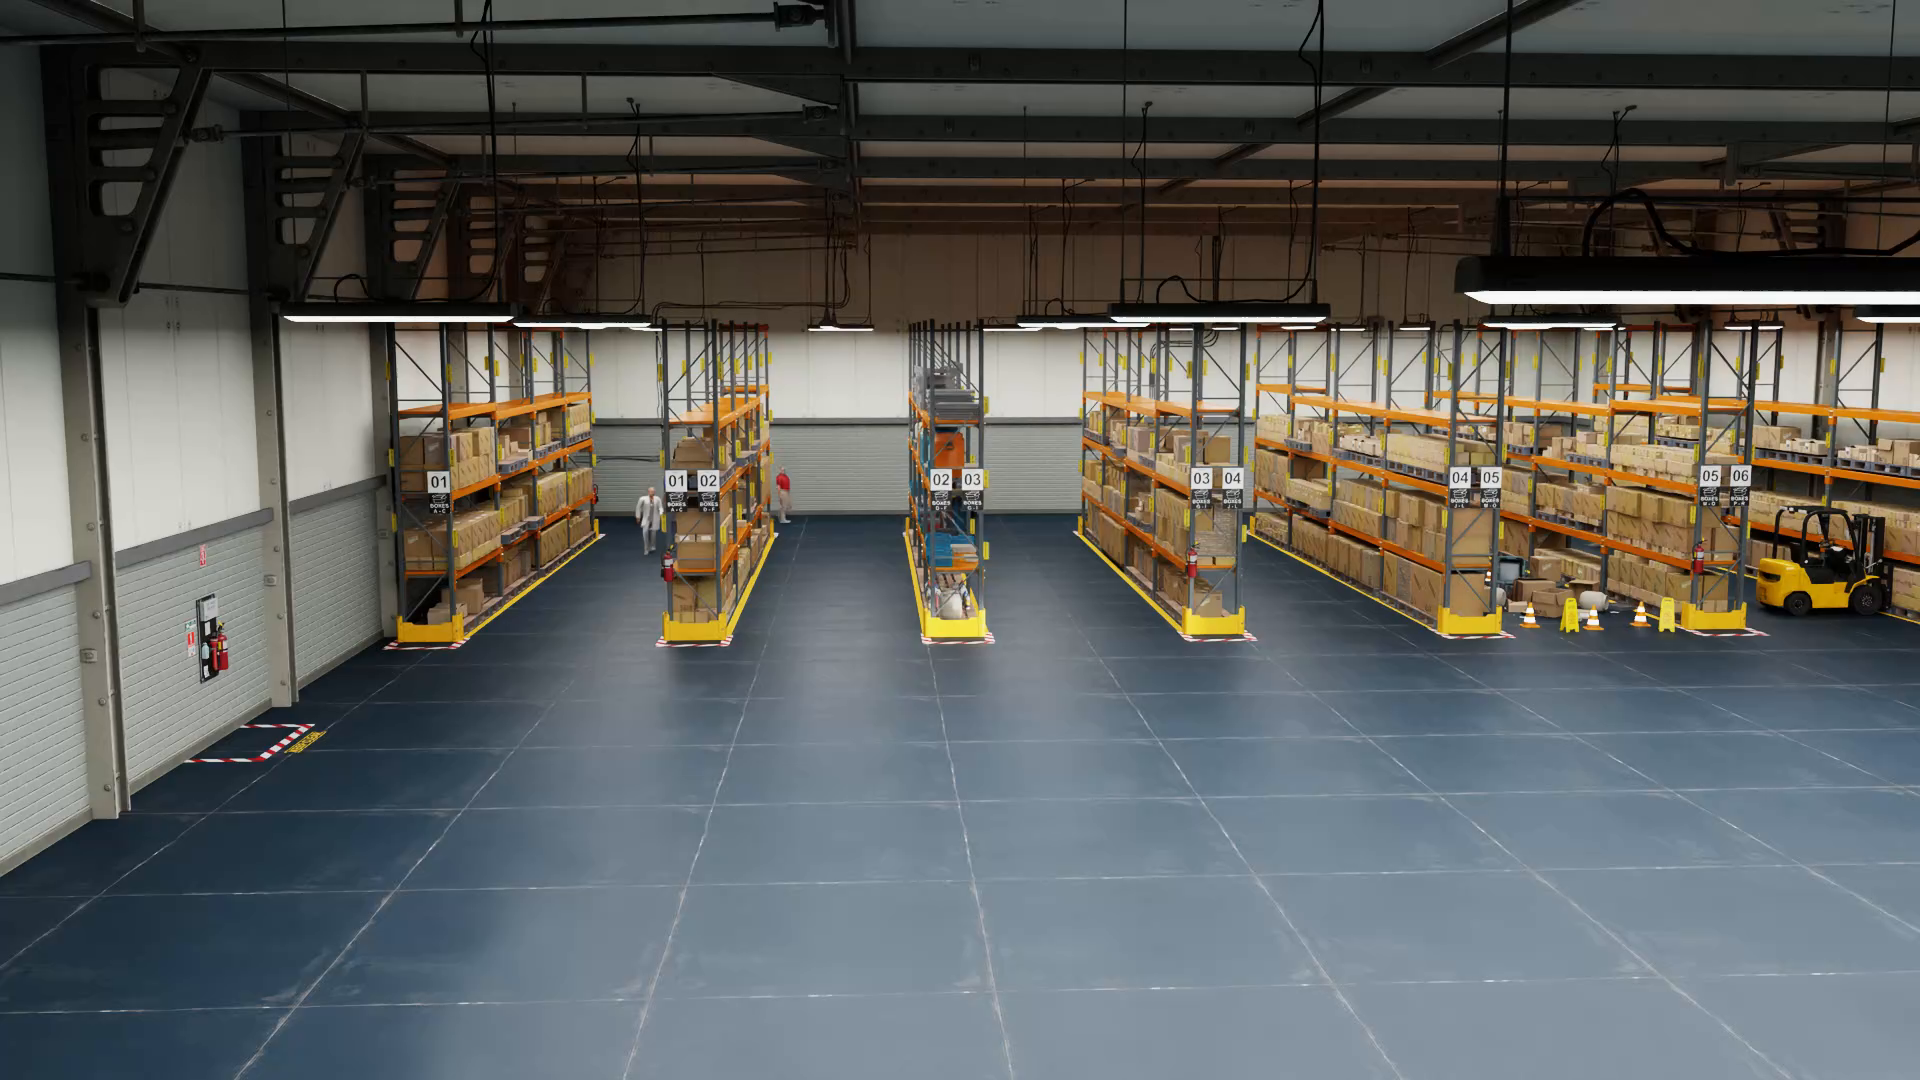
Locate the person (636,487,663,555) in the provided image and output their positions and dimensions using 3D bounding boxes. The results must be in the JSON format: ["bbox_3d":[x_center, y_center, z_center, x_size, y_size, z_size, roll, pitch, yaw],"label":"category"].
[{"bbox_3d":[-8.148,-0.491,43.691,0.736,1.811,0.935,0,7,-4],"label":"person"}]

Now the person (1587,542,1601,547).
[{"bbox_3d":[17.226,-0.665,45.063,0.416,1.685,0.480,1,7,10],"label":"person"}]

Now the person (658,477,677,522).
[{"bbox_3d":[-8.949,-1.285,50.941,0.705,1.424,0.444,3,8,21],"label":"person"}]

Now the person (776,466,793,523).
[{"bbox_3d":[-5.331,-1.380,50.488,0.468,1.724,0.531,1,7,5],"label":"person"}]
